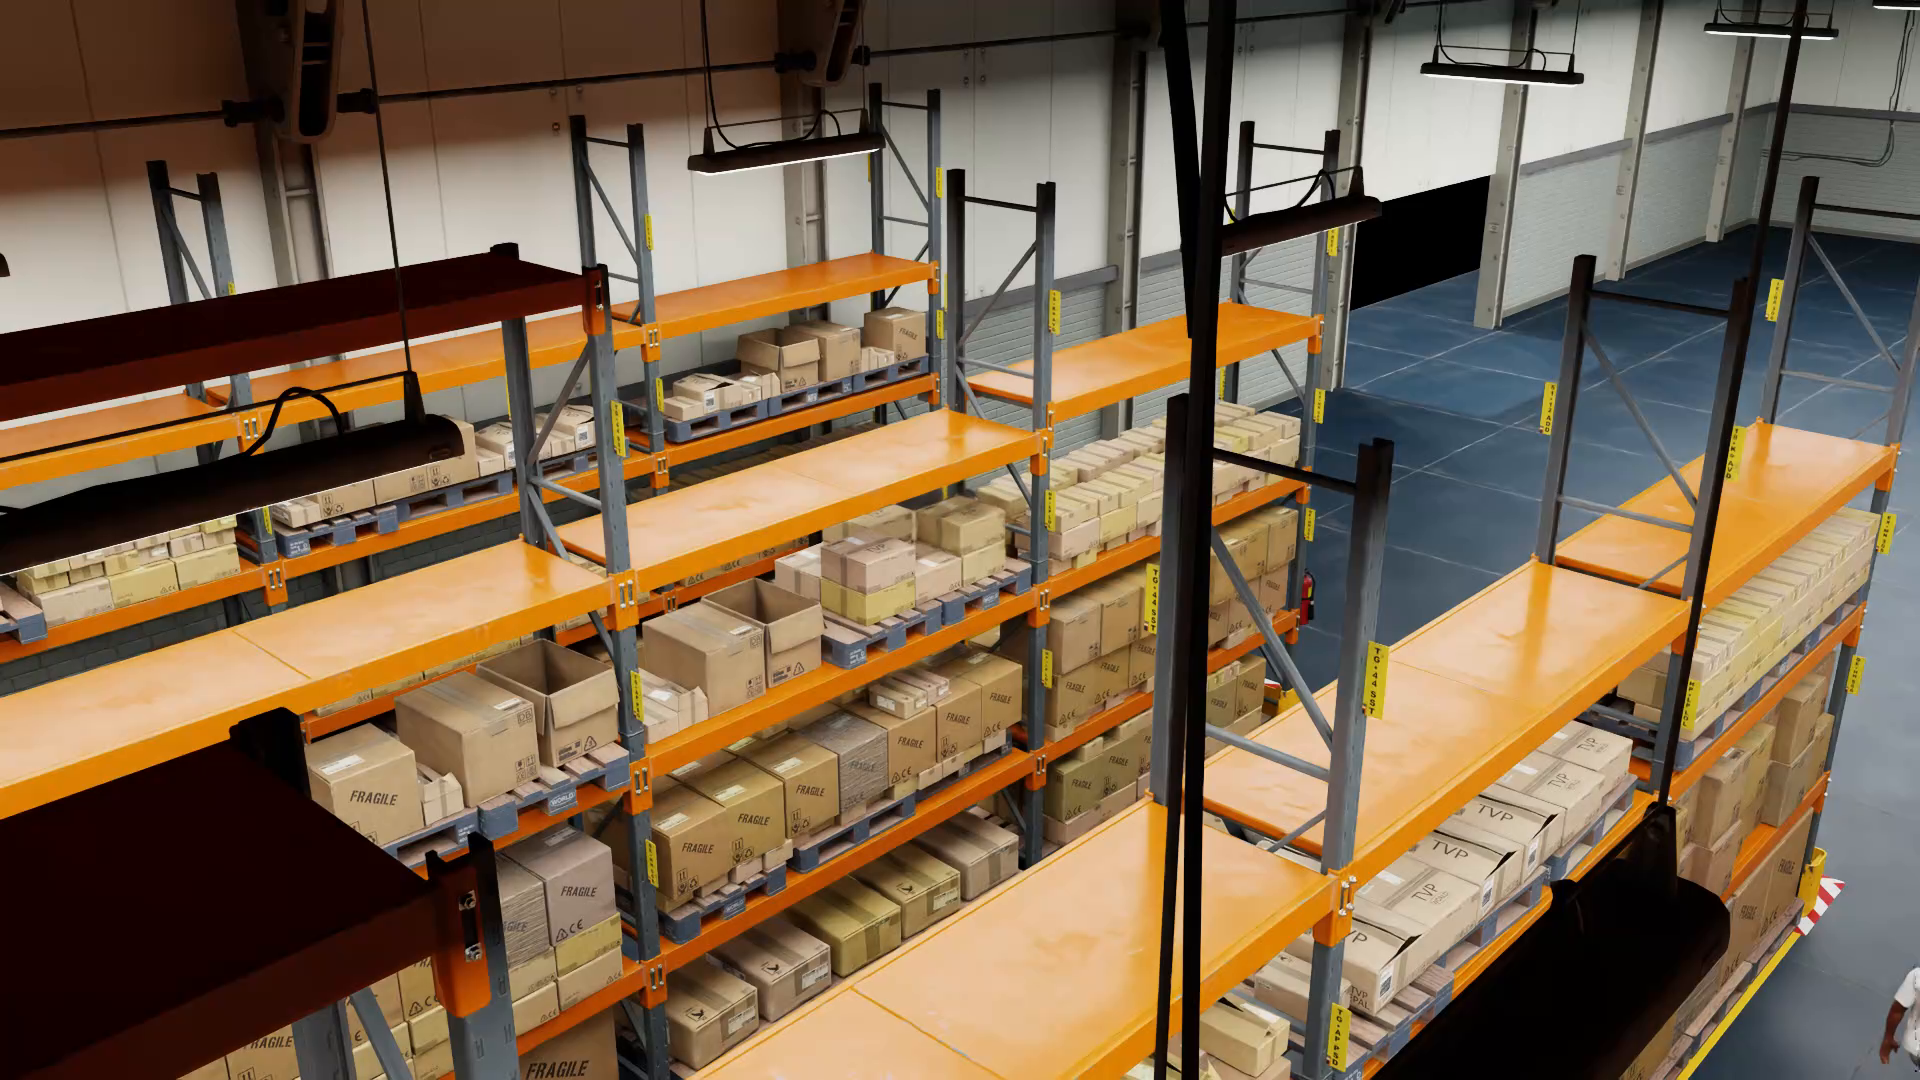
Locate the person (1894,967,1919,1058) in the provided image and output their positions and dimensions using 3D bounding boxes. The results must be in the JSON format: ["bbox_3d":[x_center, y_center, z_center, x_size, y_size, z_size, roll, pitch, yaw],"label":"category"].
[{"bbox_3d":[6.531,3.347,11.043,1.110,1.692,0.558,-13,24,-29],"label":"person"}]
